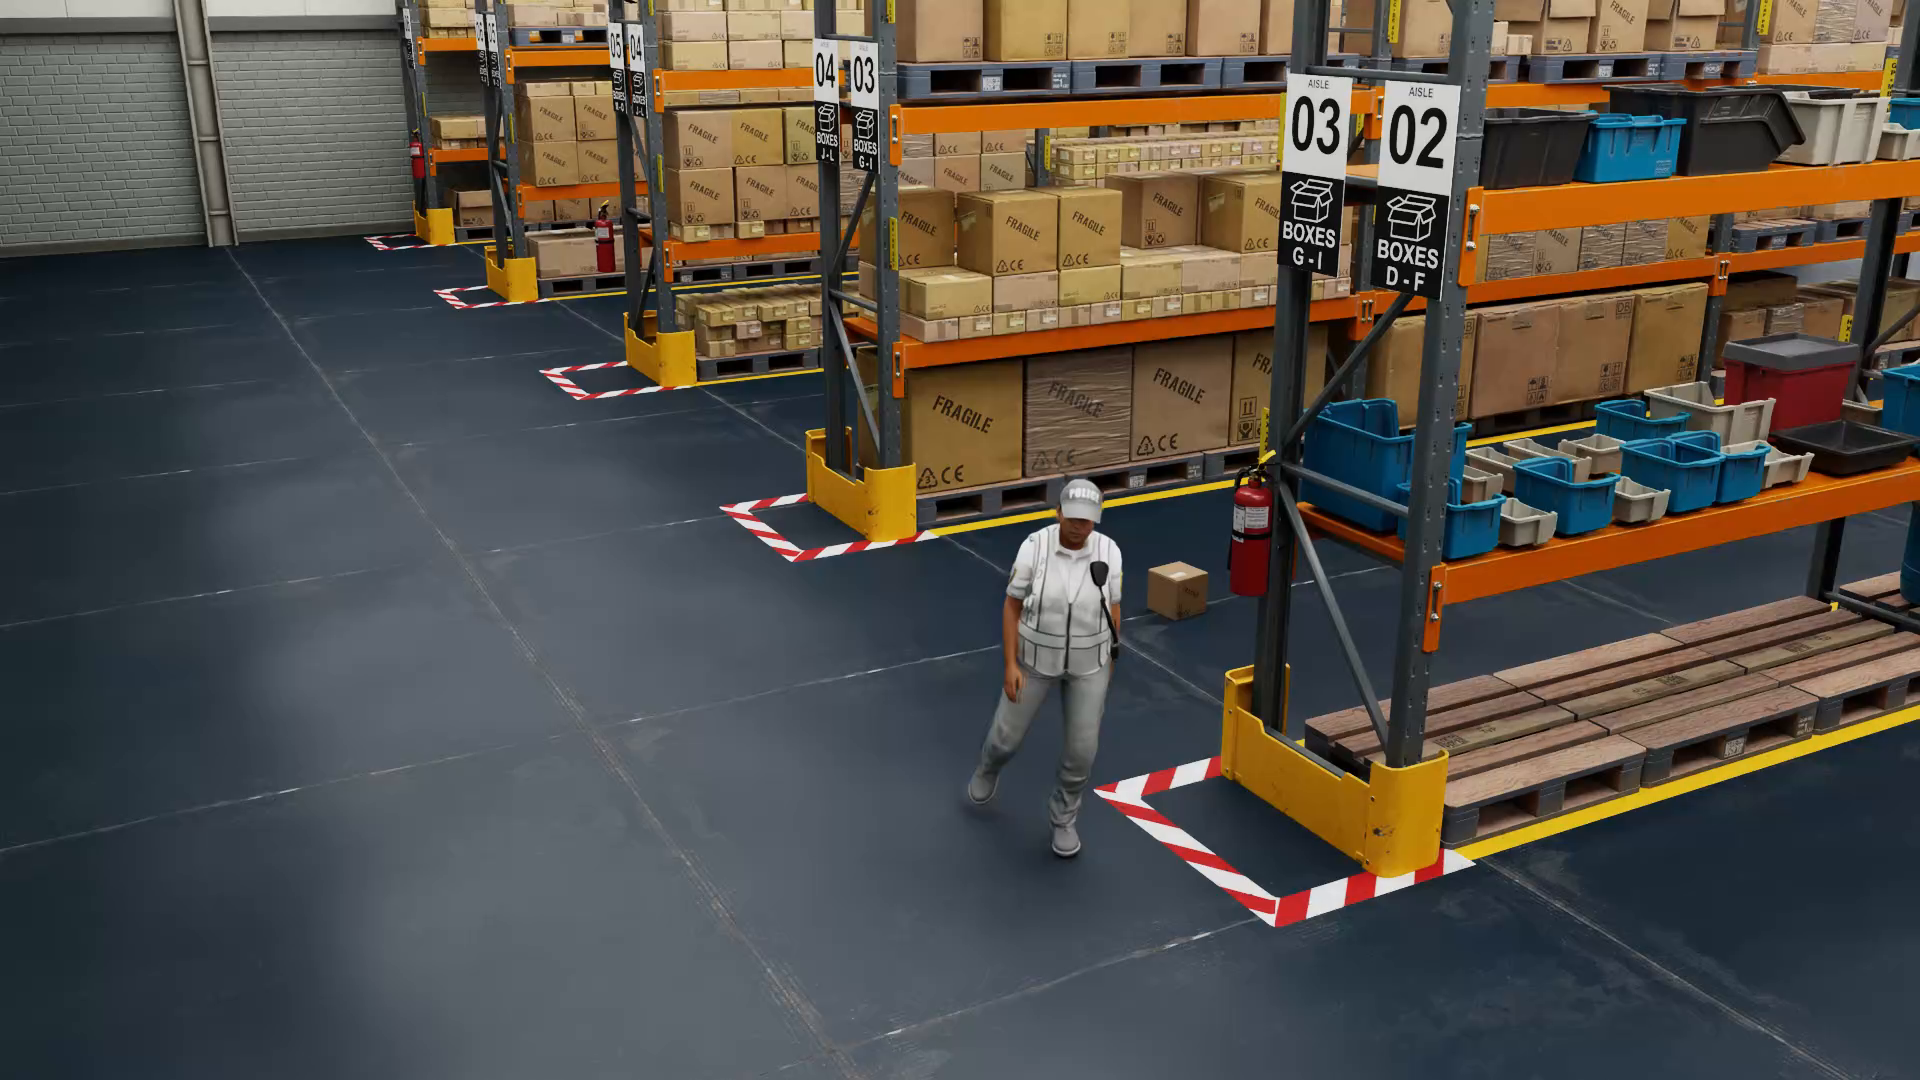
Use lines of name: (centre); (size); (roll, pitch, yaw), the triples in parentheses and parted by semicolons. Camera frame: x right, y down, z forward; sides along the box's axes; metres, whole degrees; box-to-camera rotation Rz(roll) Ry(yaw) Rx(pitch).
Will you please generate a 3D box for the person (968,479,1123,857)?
person: (0.358, 0.496, 7.089); (0.635, 1.640, 0.606); (0, 19, -1)
